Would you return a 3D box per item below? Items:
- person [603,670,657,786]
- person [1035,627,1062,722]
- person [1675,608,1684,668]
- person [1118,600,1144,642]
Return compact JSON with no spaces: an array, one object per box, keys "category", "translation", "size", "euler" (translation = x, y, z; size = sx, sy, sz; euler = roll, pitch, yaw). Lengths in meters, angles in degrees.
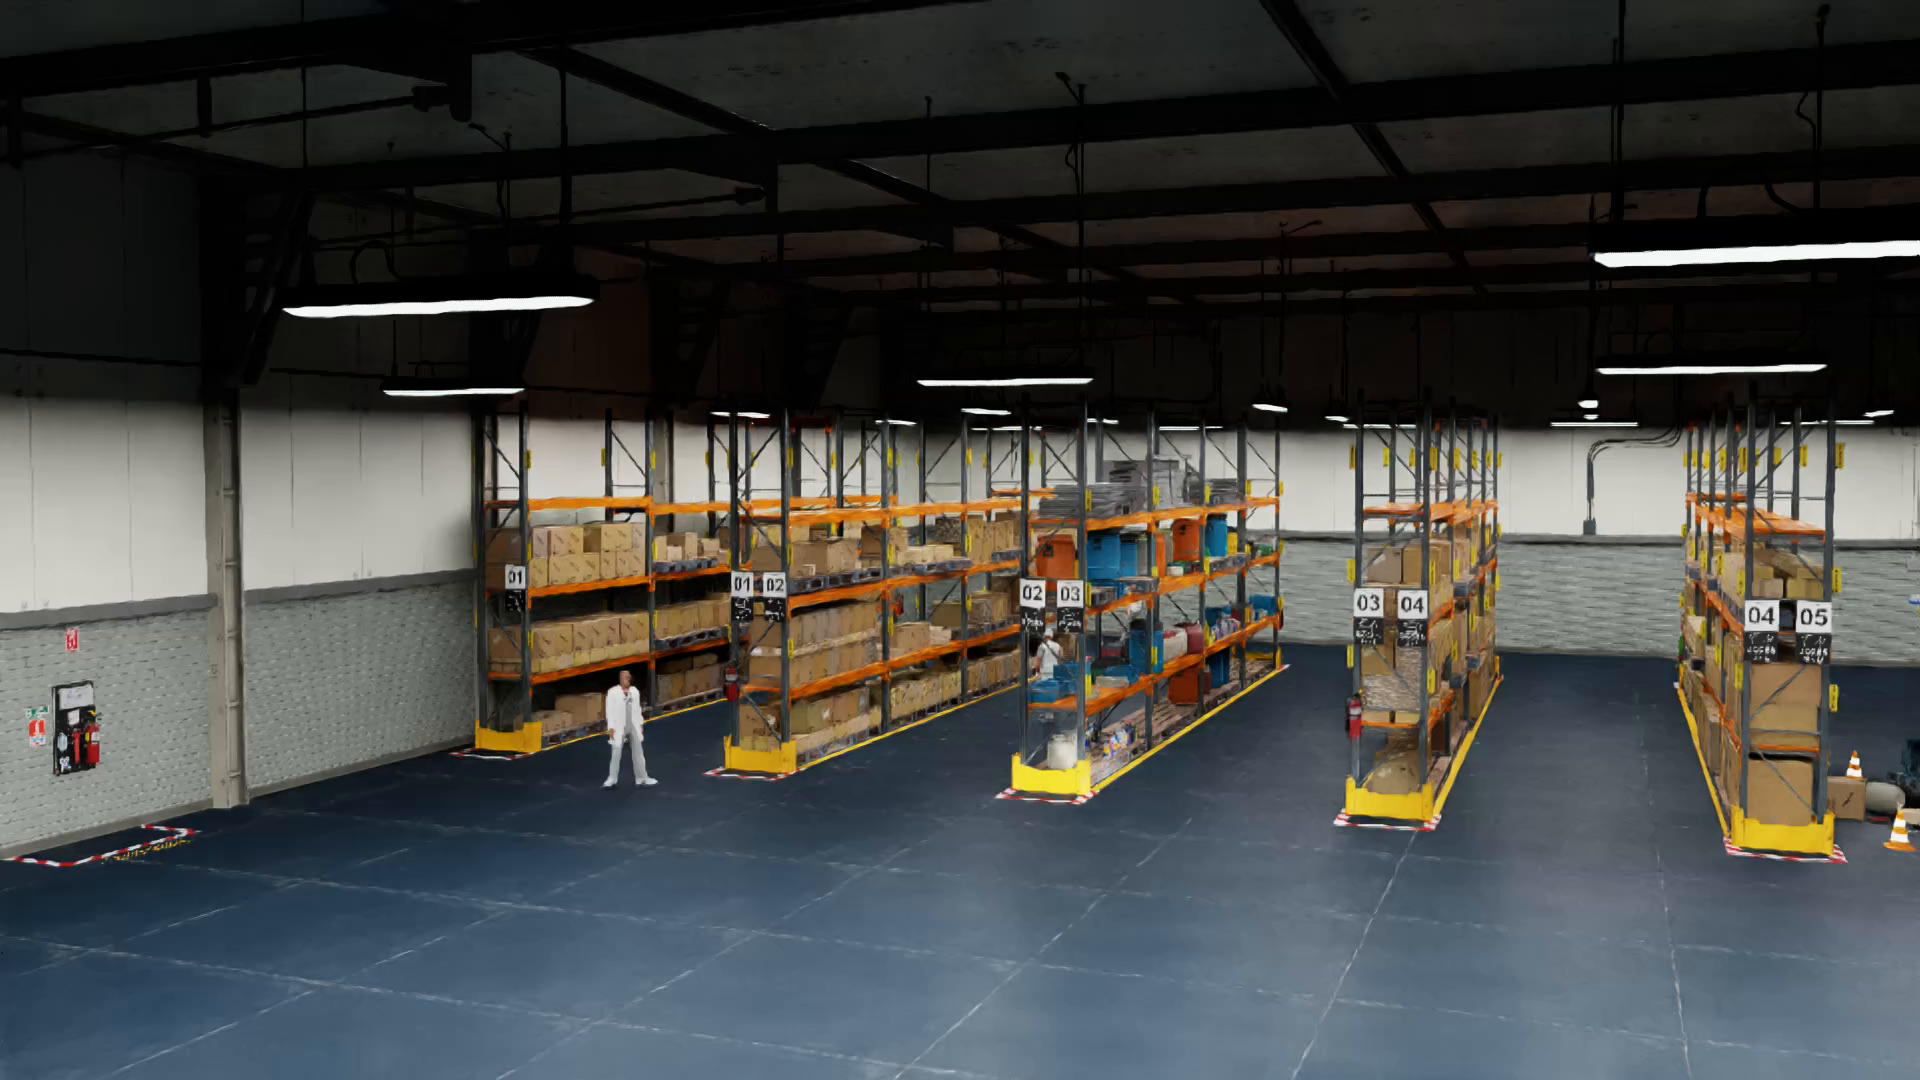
[{"category":"person","translation":[-5.081,2.861,25.381],"size":[0.749,1.770,0.580],"euler":[-2,3,-36]},{"category":"person","translation":[1.676,2.550,31.703],"size":[0.655,1.785,0.577],"euler":[-2,4,-41]},{"category":"person","translation":[17.464,2.212,39.708],"size":[0.598,1.734,0.988],"euler":[2,4,42]},{"category":"person","translation":[4.648,1.930,45.238],"size":[0.728,1.754,0.490],"euler":[-2,3,-28]}]
